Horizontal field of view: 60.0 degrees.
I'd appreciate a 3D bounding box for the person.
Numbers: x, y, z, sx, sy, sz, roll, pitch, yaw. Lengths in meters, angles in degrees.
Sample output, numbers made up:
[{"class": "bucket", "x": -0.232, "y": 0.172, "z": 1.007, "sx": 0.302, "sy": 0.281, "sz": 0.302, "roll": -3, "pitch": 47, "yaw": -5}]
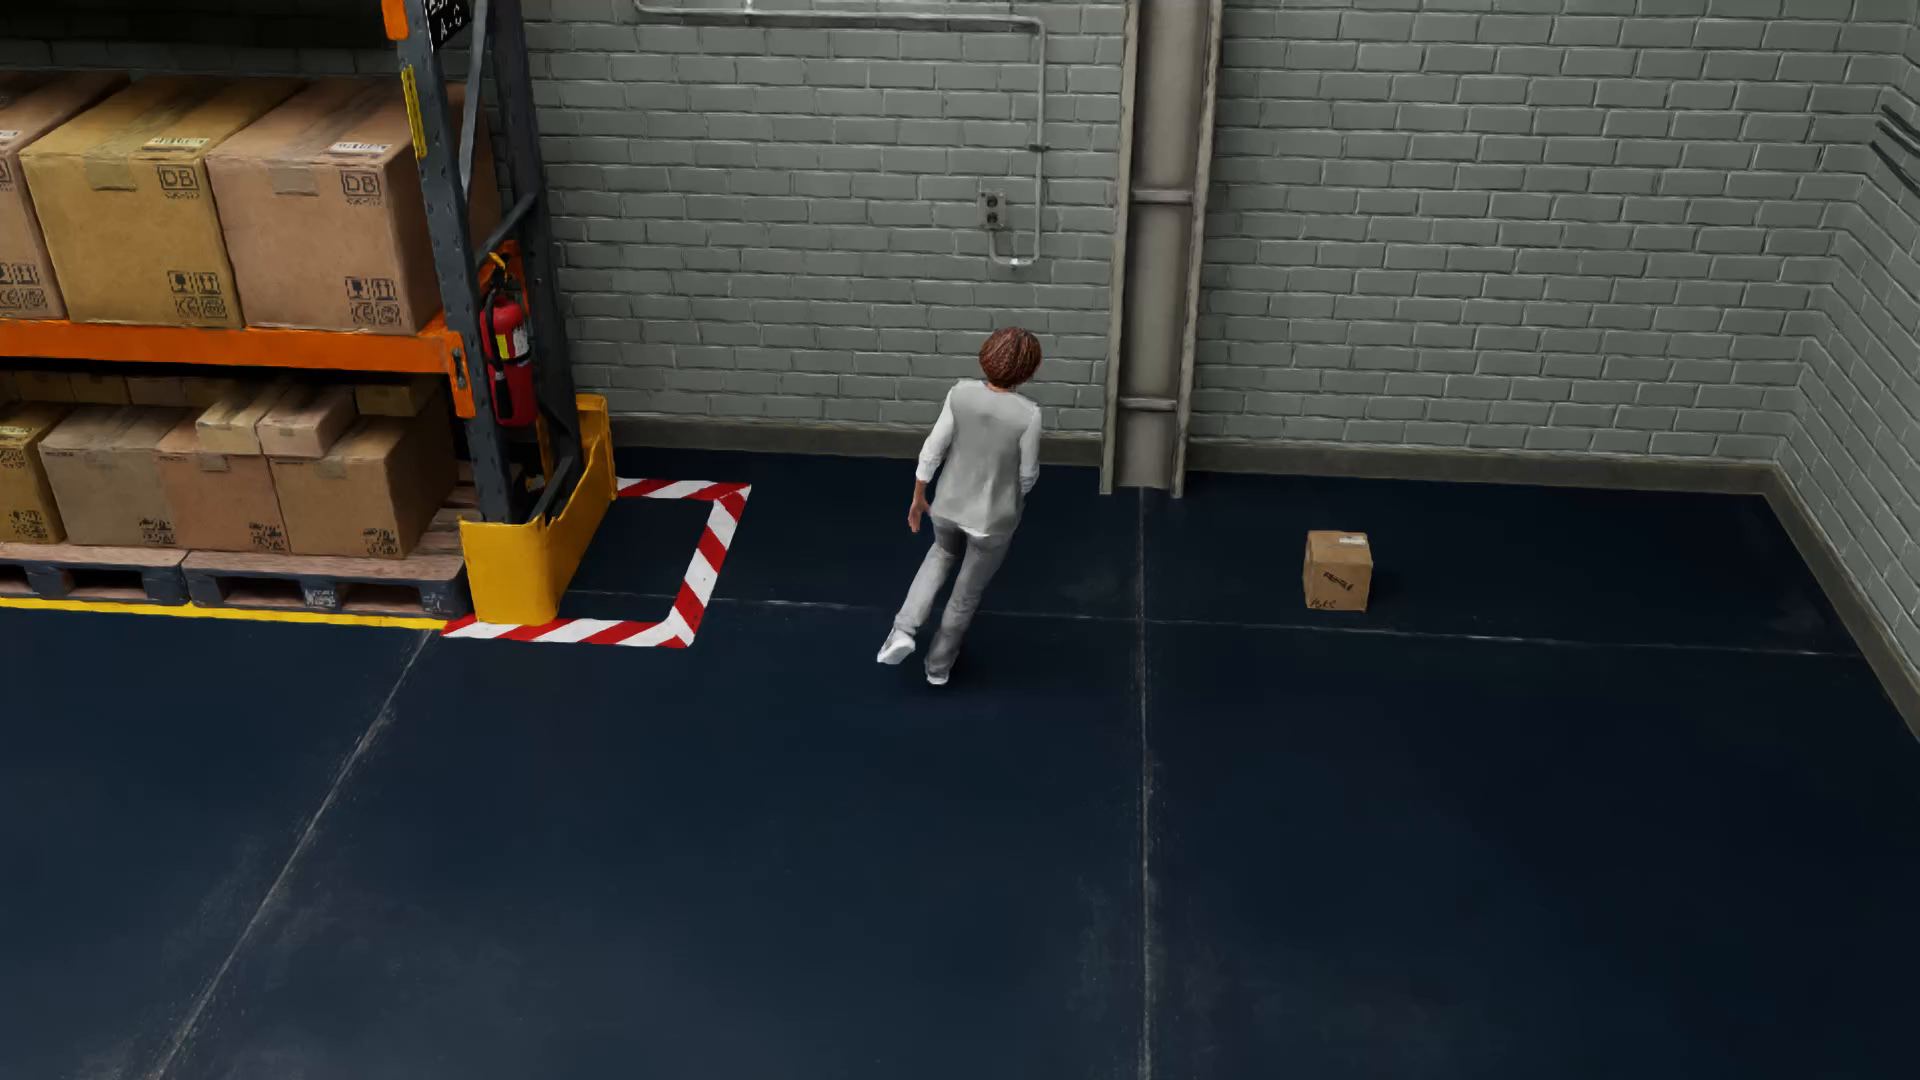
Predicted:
[{"class": "person", "x": 0.004, "y": -0.093, "z": 6.300, "sx": 0.613, "sy": 1.551, "sz": 0.450, "roll": 13, "pitch": 35, "yaw": 19}]
